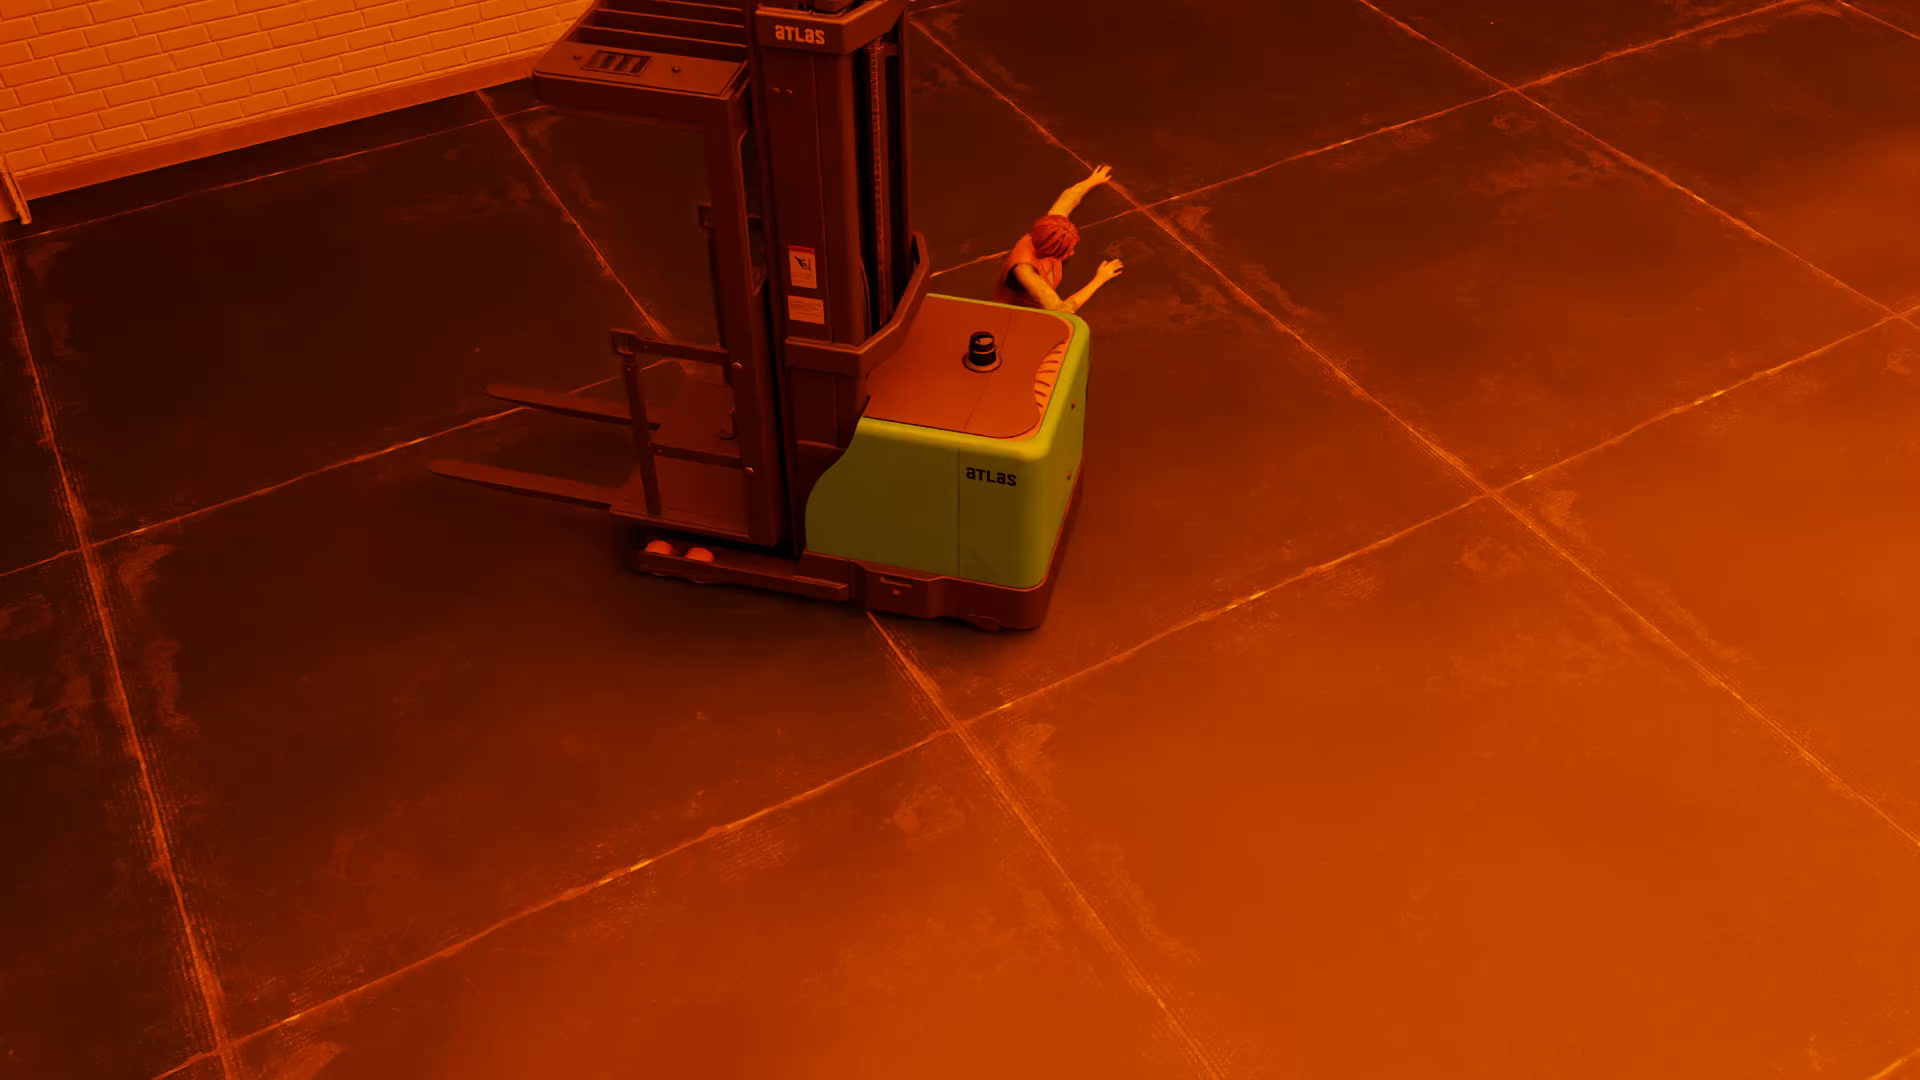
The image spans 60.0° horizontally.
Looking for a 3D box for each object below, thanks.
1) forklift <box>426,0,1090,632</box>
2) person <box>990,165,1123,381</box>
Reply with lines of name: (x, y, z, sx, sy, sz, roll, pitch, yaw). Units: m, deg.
forklift: (-0.987, -1.213, 7.006, 3.031, 2.935, 1.130, 10, 44, 11)
person: (0.479, -1.074, 8.057, 0.657, 1.252, 1.310, 26, 49, 25)
